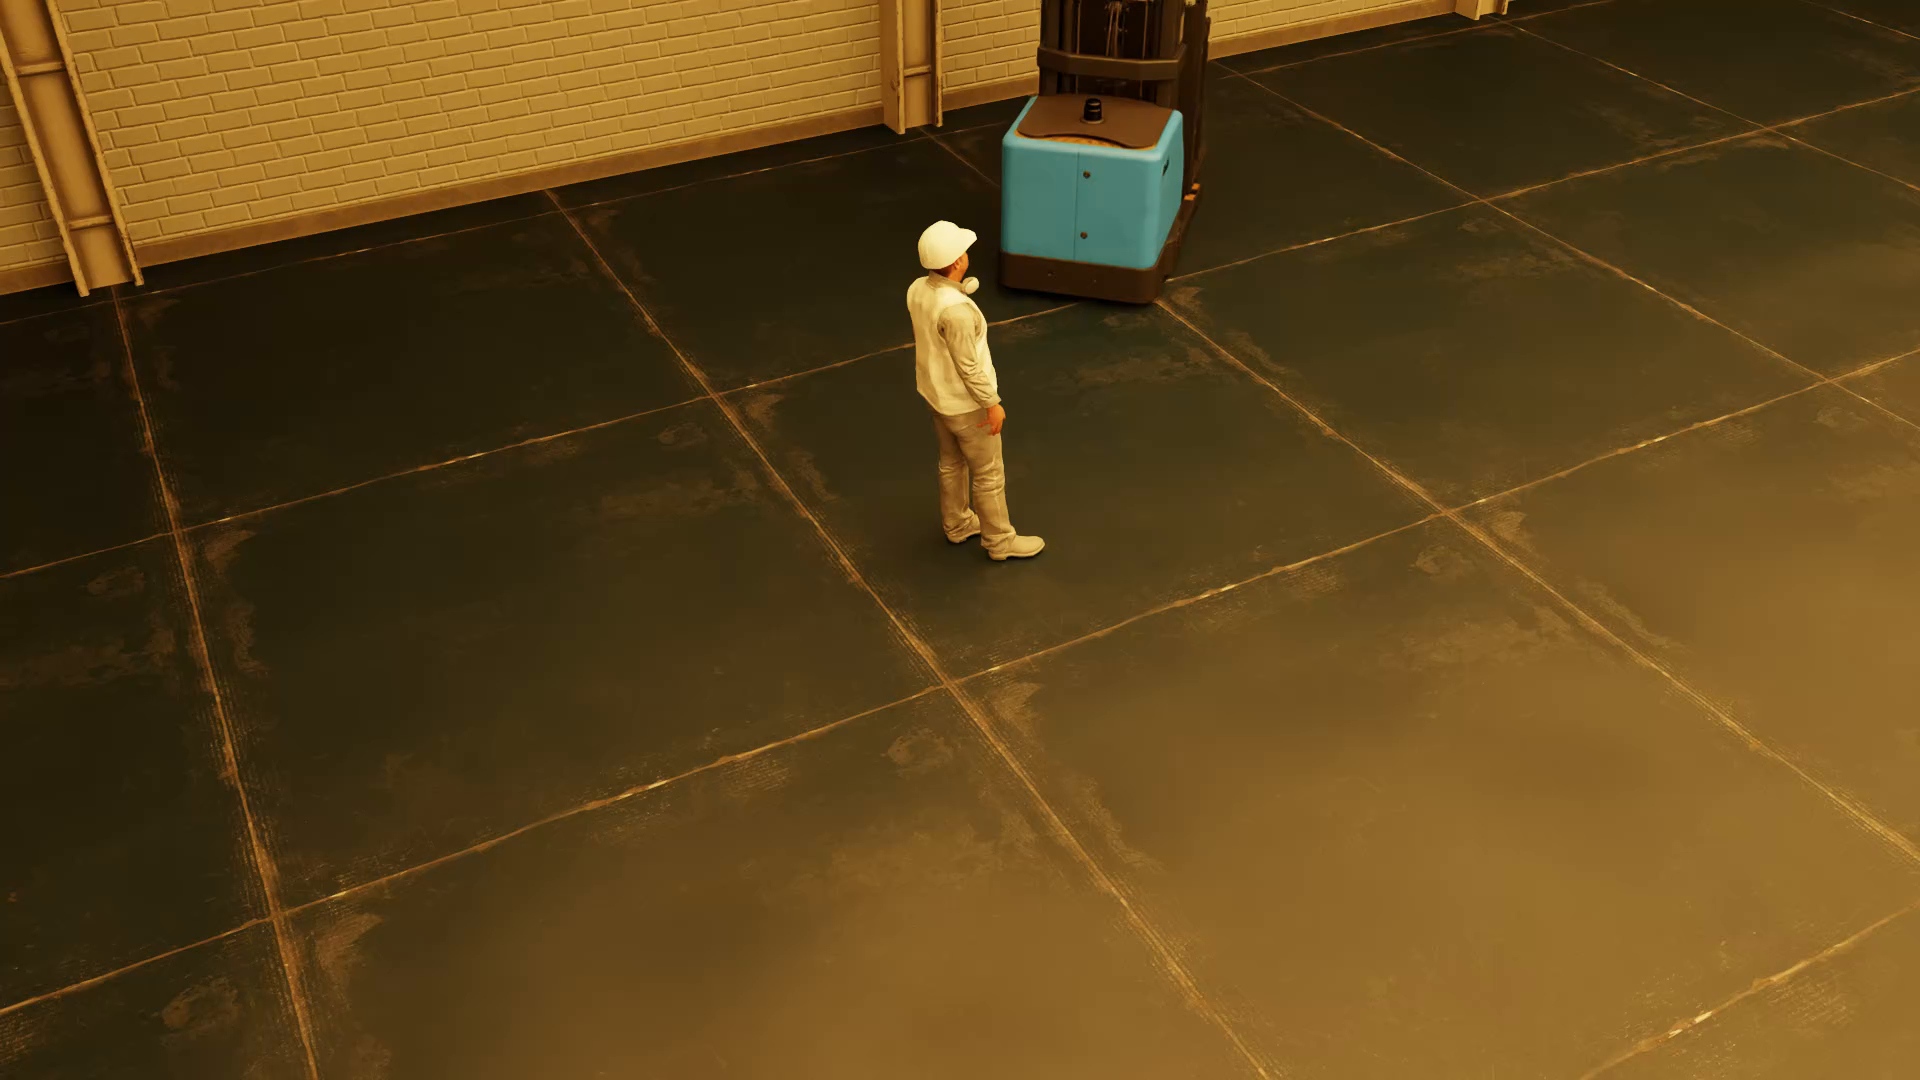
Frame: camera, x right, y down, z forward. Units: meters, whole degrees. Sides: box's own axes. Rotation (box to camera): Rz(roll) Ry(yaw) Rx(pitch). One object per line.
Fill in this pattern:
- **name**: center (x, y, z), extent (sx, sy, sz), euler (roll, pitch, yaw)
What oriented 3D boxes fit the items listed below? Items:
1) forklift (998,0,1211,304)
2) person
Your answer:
- **forklift**: center (1.141, -3.565, 11.167), extent (1.130, 2.935, 3.031), euler (9, 36, 13)
- **person**: center (0.059, -0.744, 8.165), extent (0.566, 1.775, 0.634), euler (-17, 39, -23)
